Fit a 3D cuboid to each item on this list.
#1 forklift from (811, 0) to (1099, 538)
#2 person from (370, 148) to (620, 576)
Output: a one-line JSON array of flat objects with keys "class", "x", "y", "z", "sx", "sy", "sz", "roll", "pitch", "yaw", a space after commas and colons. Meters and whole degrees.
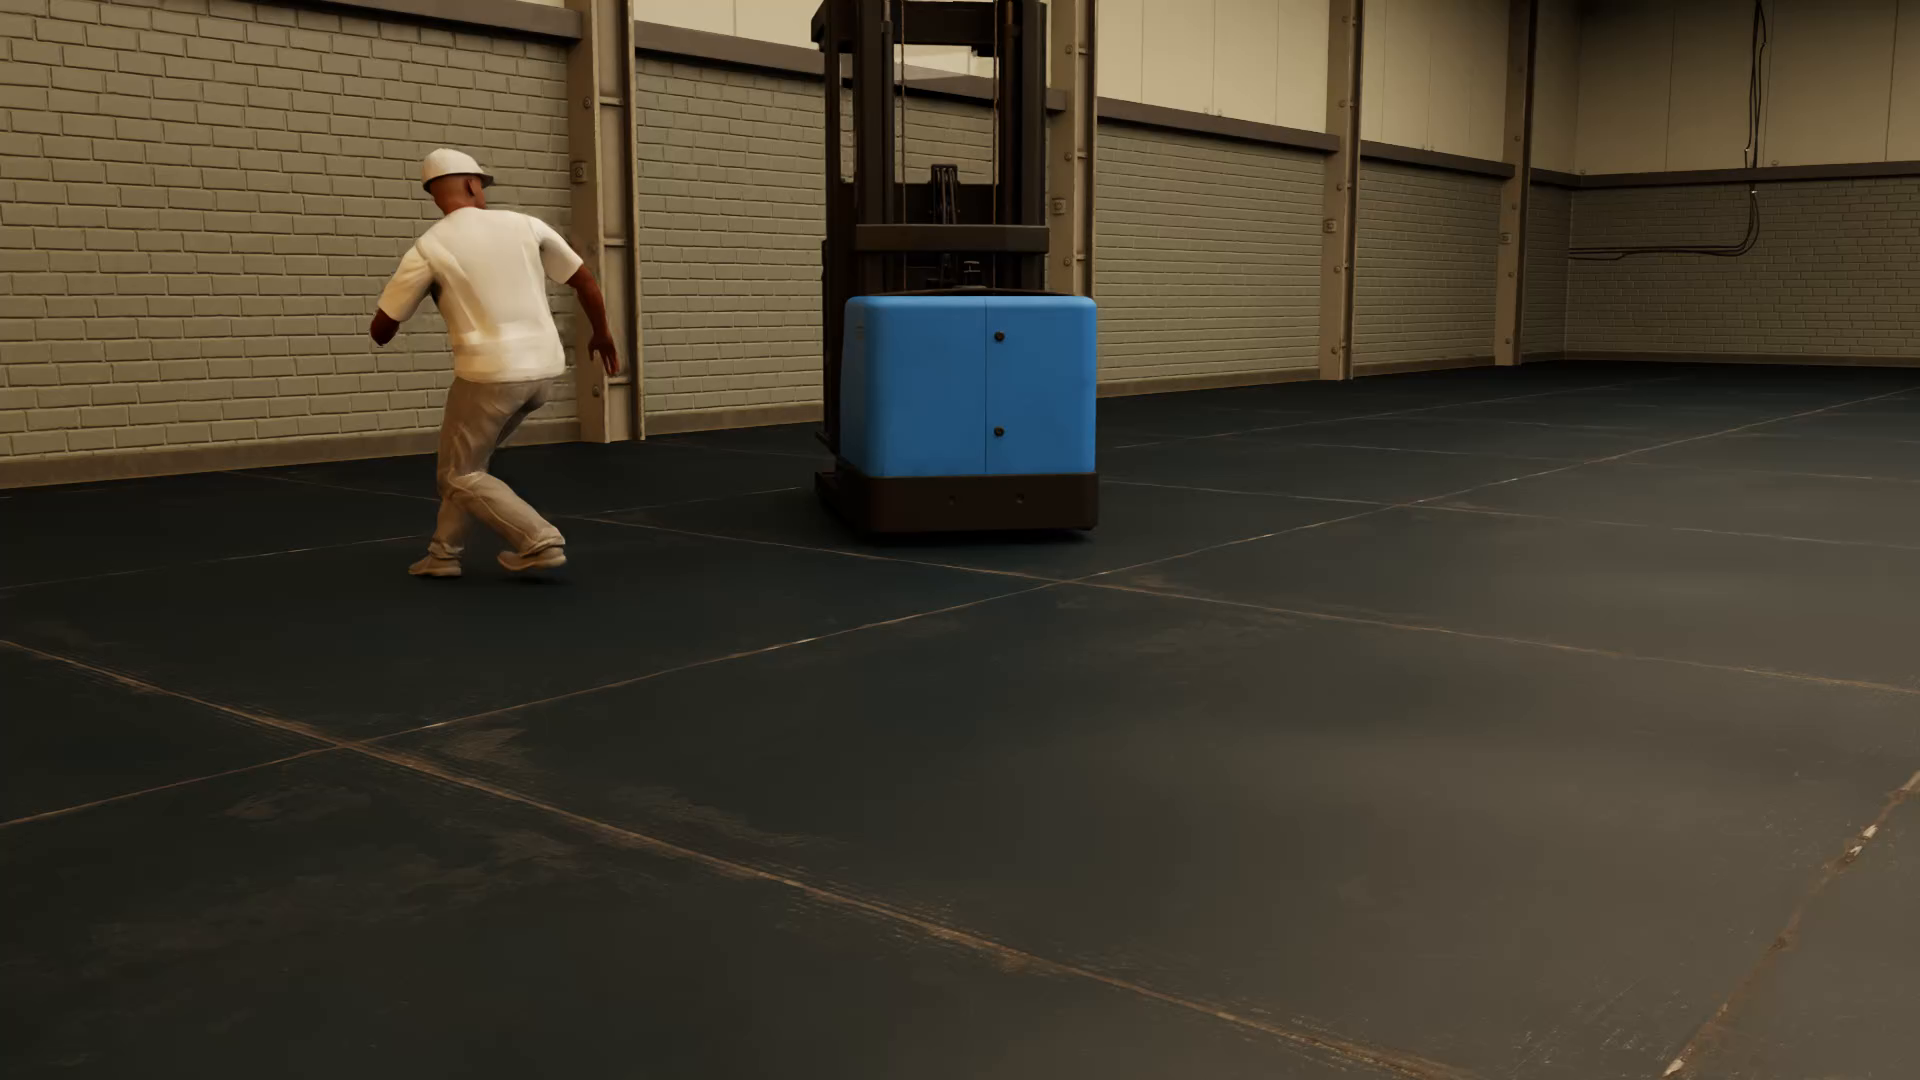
[{"class": "forklift", "x": -0.164, "y": -1.636, "z": 8.464, "sx": 1.130, "sy": 2.935, "sz": 3.031, "roll": -2, "pitch": 8, "yaw": -10}, {"class": "person", "x": -1.820, "y": -0.666, "z": 6.416, "sx": 0.843, "sy": 1.633, "sz": 0.882, "roll": 6, "pitch": 10, "yaw": 34}]
